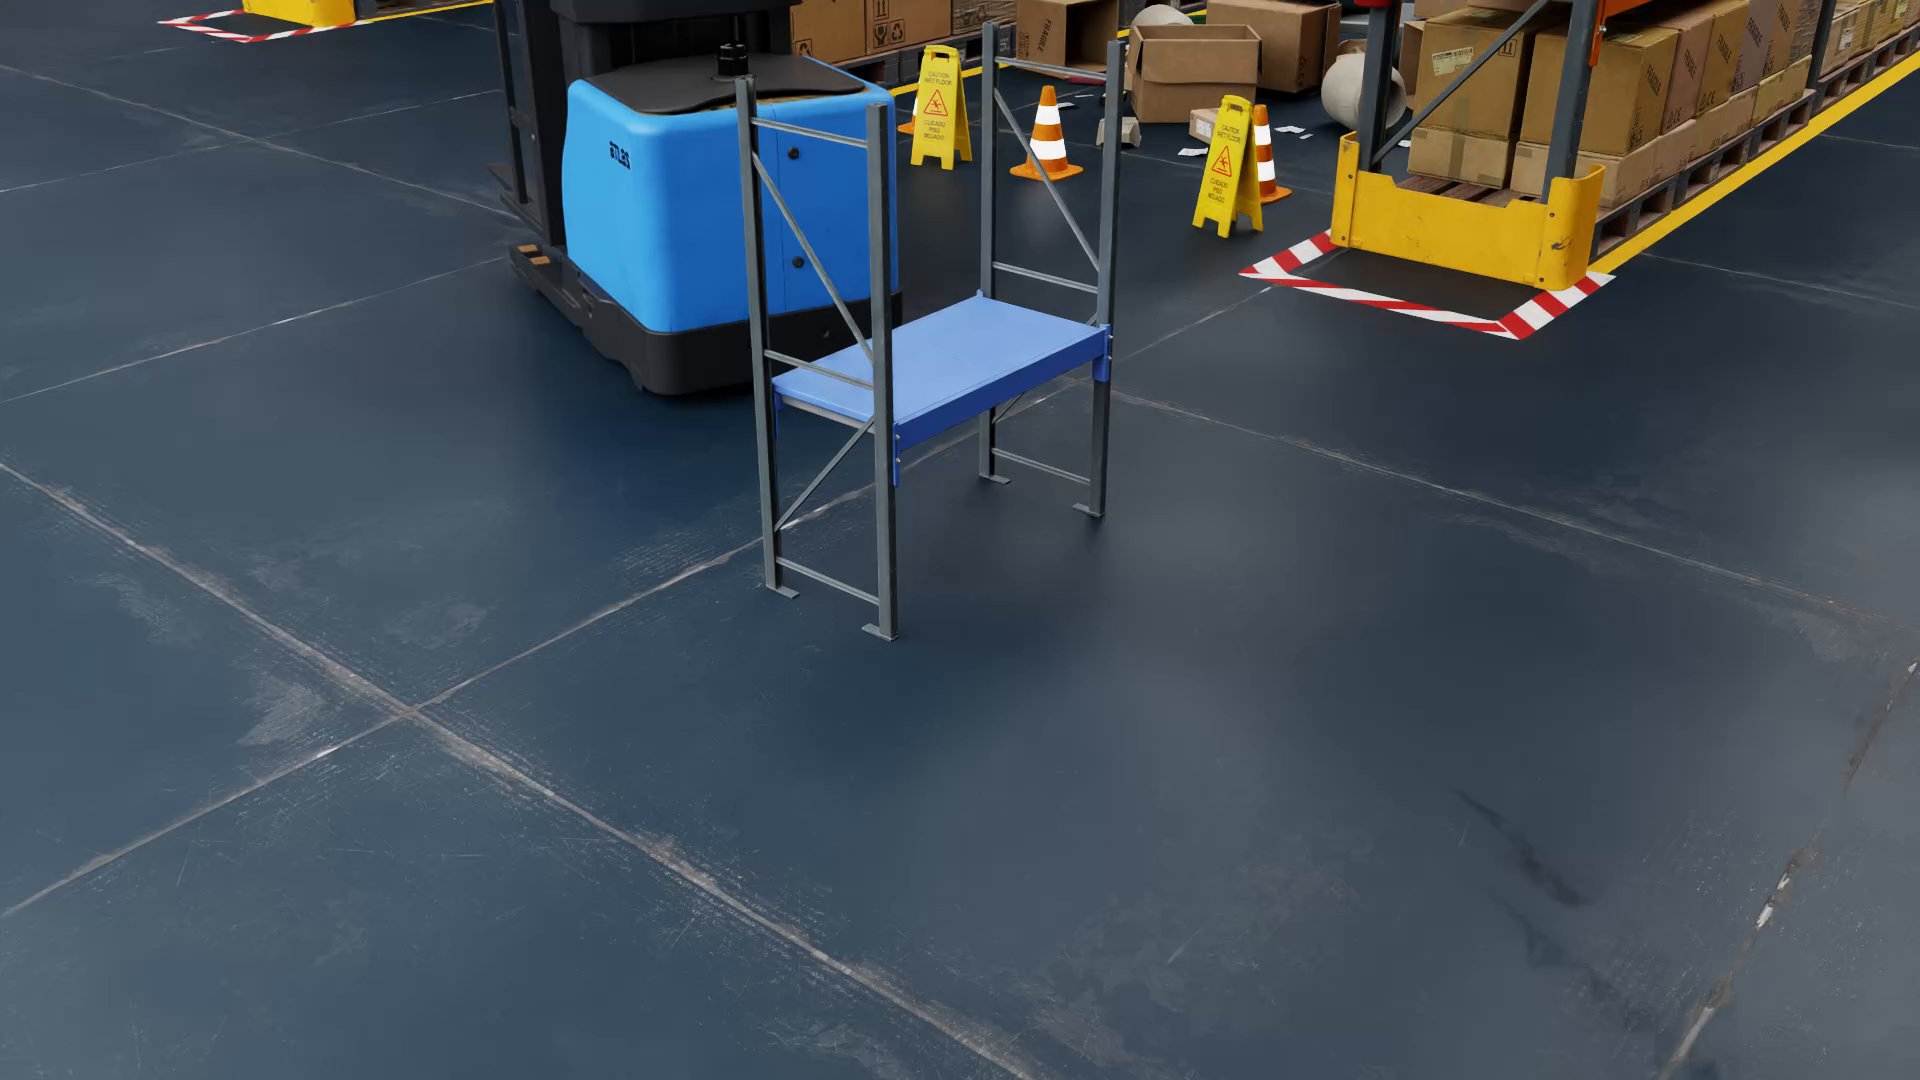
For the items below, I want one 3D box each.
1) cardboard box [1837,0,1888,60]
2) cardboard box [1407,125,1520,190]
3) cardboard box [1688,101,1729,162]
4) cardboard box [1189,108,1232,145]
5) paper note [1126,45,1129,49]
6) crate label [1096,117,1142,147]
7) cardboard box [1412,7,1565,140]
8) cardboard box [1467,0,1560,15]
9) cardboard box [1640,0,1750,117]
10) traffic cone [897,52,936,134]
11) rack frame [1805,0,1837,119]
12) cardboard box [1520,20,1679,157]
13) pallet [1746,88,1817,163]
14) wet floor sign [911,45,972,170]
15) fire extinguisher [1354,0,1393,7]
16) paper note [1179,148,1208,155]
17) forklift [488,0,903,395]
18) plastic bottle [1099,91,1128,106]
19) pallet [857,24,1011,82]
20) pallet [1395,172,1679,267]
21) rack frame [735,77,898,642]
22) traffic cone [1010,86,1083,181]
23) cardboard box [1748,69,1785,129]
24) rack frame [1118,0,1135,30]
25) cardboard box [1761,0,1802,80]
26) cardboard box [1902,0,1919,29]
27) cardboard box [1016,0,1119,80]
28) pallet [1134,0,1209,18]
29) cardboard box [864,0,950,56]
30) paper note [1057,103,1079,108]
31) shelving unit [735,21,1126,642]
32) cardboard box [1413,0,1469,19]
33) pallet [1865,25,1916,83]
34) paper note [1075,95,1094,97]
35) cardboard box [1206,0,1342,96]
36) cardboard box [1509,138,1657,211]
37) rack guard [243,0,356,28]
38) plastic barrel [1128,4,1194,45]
[{"bbox_3d":[5.603,-3.511,11.176,0.950,0.372,0.625,23,35,37],"label":"cardboard box"},{"bbox_3d":[2.594,-1.970,8.329,0.500,0.250,0.500,21,34,34],"label":"cardboard box"},{"bbox_3d":[3.666,-2.177,8.730,0.500,0.250,0.500,24,35,38],"label":"cardboard box"},{"bbox_3d":[1.547,-2.420,9.765,0.250,0.149,0.380,-10,29,-18],"label":"cardboard box"},{"bbox_3d":[1.204,-3.639,12.250,0.147,0.020,0.142,0,27,0],"label":"paper note"},{"bbox_3d":[0.930,-2.390,9.721,0.250,0.136,0.298,4,28,8],"label":"crate label"},{"bbox_3d":[2.581,-2.290,8.131,0.500,0.500,0.500,21,34,35],"label":"cardboard box"},{"bbox_3d":[2.762,-2.728,8.271,0.380,0.149,0.250,22,35,36],"label":"cardboard box"},{"bbox_3d":[3.668,-2.505,8.548,0.500,0.500,0.500,22,34,35],"label":"cardboard box"},{"bbox_3d":[-0.178,-2.688,9.943,0.336,0.463,0.334,21,34,34],"label":"traffic cone"},{"bbox_3d":[4.816,-4.049,9.813,1.000,3.000,0.127,21,34,34],"label":"rack frame"},{"bbox_3d":[3.013,-2.143,7.848,0.500,0.500,0.500,19,33,33],"label":"cardboard box"},{"bbox_3d":[4.417,-2.562,9.973,1.003,0.211,1.213,21,34,34],"label":"pallet"},{"bbox_3d":[-0.102,-2.407,9.201,0.267,0.644,0.232,15,31,26],"label":"wet floor sign"},{"bbox_3d":[1.844,-2.691,7.271,0.296,0.674,0.183,21,34,34],"label":"fire extinguisher"},{"bbox_3d":[1.337,-2.229,9.526,0.148,0.019,0.142,9,29,17],"label":"paper note"},{"bbox_3d":[-1.374,-2.478,6.850,1.130,2.935,3.031,-14,31,-25],"label":"forklift"},{"bbox_3d":[0.991,-2.843,10.679,0.133,0.061,0.283,9,29,17],"label":"plastic bottle"},{"bbox_3d":[-0.387,-3.540,11.864,1.003,0.211,1.213,21,34,34],"label":"pallet"},{"bbox_3d":[2.865,-1.697,8.301,1.003,0.211,1.213,21,34,34],"label":"pallet"},{"bbox_3d":[-0.378,-0.456,4.499,0.500,1.500,0.032,21,34,34],"label":"rack frame"},{"bbox_3d":[0.477,-2.238,9.072,0.336,0.463,0.334,21,34,34],"label":"traffic cone"},{"bbox_3d":[4.317,-2.535,9.420,0.500,0.250,0.500,20,33,33],"label":"cardboard box"},{"bbox_3d":[0.933,-5.460,12.540,1.000,3.000,0.127,21,34,34],"label":"rack frame"},{"bbox_3d":[4.325,-2.879,9.269,0.500,0.500,0.500,21,34,35],"label":"cardboard box"},{"bbox_3d":[6.530,-4.025,12.170,0.950,0.372,0.625,20,33,33],"label":"cardboard box"},{"bbox_3d":[0.737,-3.501,11.470,0.500,0.500,0.500,-21,34,-35],"label":"cardboard box"},{"bbox_3d":[1.365,-4.517,13.752,1.003,0.211,1.213,21,34,34],"label":"pallet"},{"bbox_3d":[-0.673,-3.857,11.297,0.875,0.875,0.875,20,34,34],"label":"cardboard box"},{"bbox_3d":[0.669,-2.767,10.568,0.142,0.017,0.144,-15,31,-27],"label":"paper note"},{"bbox_3d":[-0.054,-0.636,4.847,0.538,1.500,1.048,21,34,34],"label":"shelving unit"},{"bbox_3d":[3.424,-3.785,11.198,0.500,0.500,0.500,21,34,34],"label":"cardboard box"},{"bbox_3d":[6.086,-3.522,11.828,1.003,0.211,1.213,21,34,34],"label":"pallet"},{"bbox_3d":[0.809,-2.893,10.832,0.123,0.001,0.032,-10,29,-18],"label":"paper note"},{"bbox_3d":[2.024,-3.279,10.893,0.797,0.637,0.503,21,34,34],"label":"cardboard box"},{"bbox_3d":[2.999,-1.802,8.003,0.500,0.250,0.500,20,34,34],"label":"cardboard box"},{"bbox_3d":[-5.326,-4.444,13.296,1.175,0.500,0.348,21,34,34],"label":"rack guard"},{"bbox_3d":[1.395,-3.465,11.488,0.421,0.421,0.512,-5,28,-9],"label":"plastic barrel"}]
